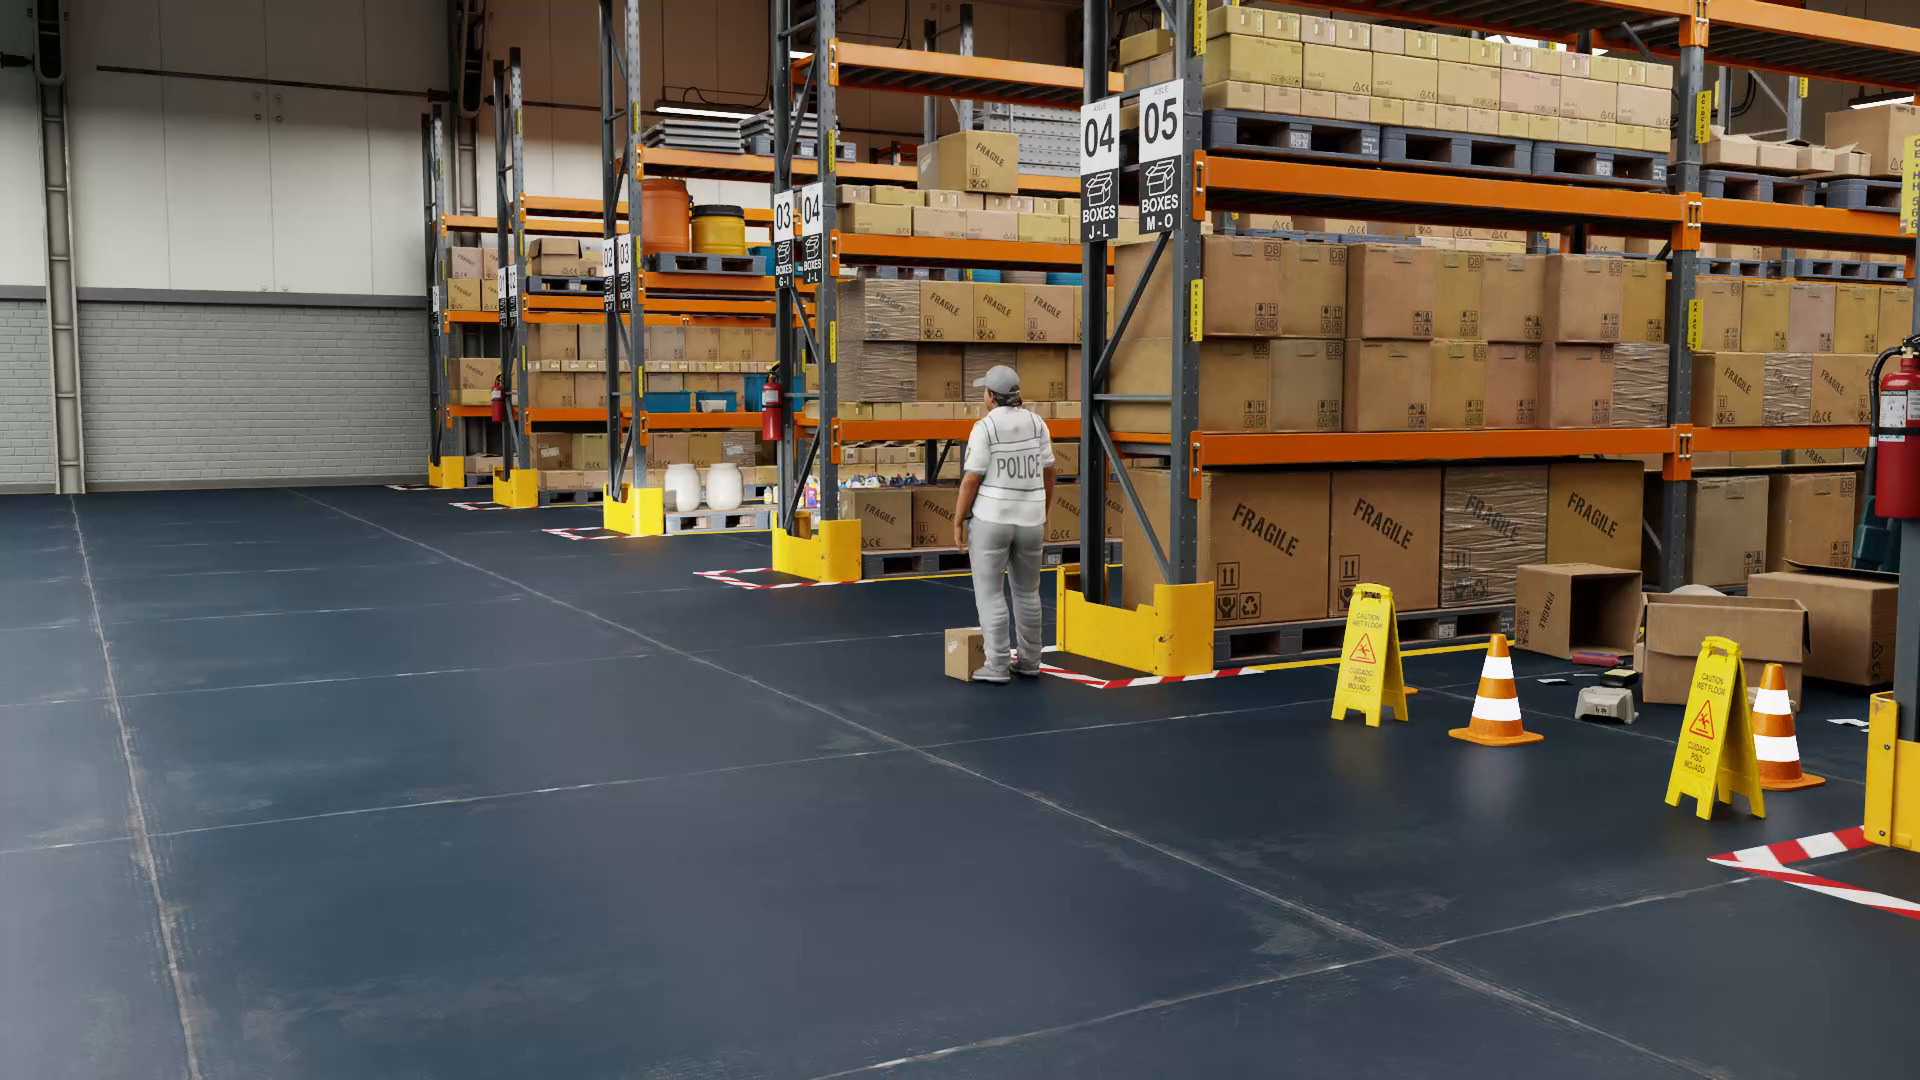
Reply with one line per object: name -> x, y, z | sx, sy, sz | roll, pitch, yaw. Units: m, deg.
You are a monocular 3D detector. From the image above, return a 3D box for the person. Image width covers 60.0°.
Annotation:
person -> 0.214, -0.084, 8.809 | 0.597, 1.670, 0.529 | -3, 6, -27
